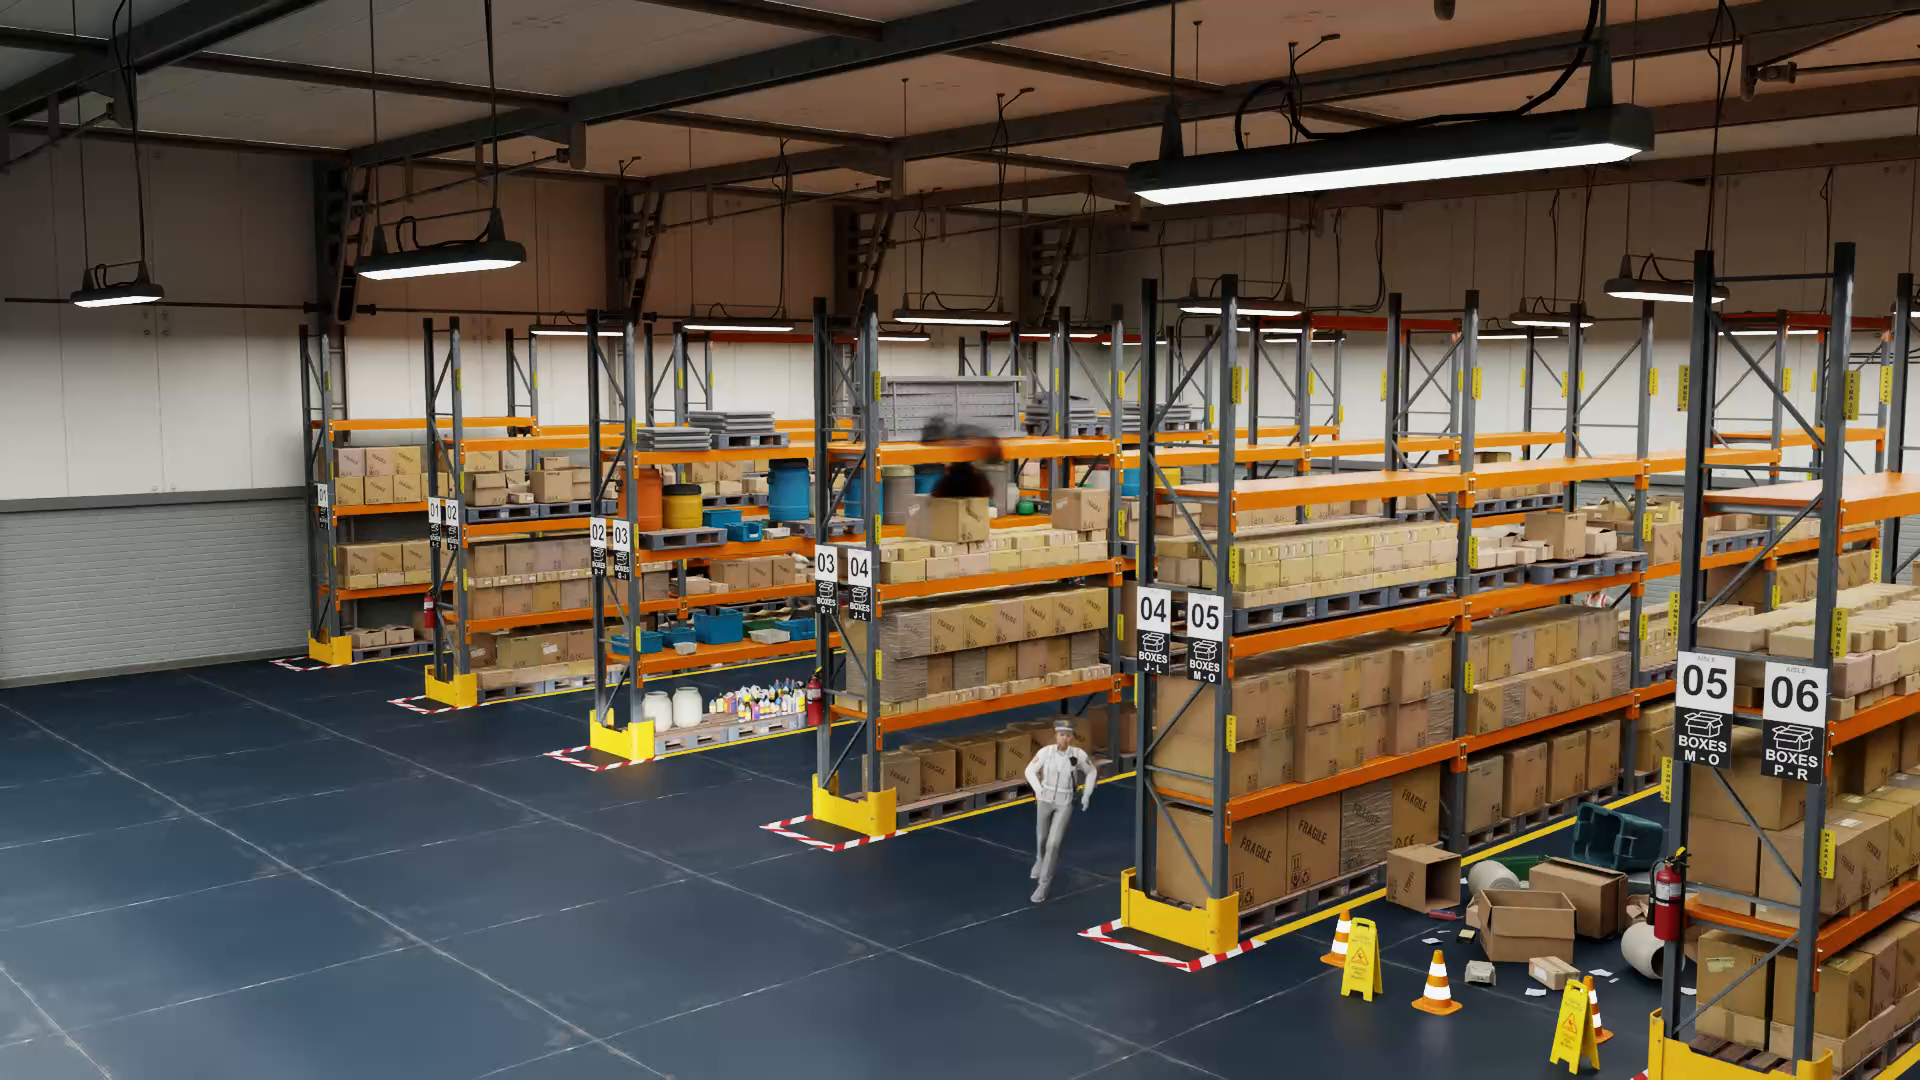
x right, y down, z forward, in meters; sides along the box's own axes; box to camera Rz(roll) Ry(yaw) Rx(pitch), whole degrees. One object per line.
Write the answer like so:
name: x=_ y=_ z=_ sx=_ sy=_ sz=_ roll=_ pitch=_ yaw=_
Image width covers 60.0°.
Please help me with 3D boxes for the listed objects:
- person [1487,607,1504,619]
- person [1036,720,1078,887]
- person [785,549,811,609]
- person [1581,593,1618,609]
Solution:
person: x=8.290 y=1.759 z=25.669 sx=0.698 sy=1.653 sz=0.592 roll=-5 pitch=8 yaw=-42
person: x=0.909 y=2.479 z=15.937 sx=0.480 sy=1.590 sz=0.709 roll=2 pitch=6 yaw=15
person: x=-3.350 y=0.859 z=33.355 sx=0.876 sy=1.604 sz=0.608 roll=-5 pitch=8 yaw=-43
person: x=10.431 y=1.508 z=27.260 sx=0.627 sy=1.257 sz=0.636 roll=4 pitch=7 yaw=37
